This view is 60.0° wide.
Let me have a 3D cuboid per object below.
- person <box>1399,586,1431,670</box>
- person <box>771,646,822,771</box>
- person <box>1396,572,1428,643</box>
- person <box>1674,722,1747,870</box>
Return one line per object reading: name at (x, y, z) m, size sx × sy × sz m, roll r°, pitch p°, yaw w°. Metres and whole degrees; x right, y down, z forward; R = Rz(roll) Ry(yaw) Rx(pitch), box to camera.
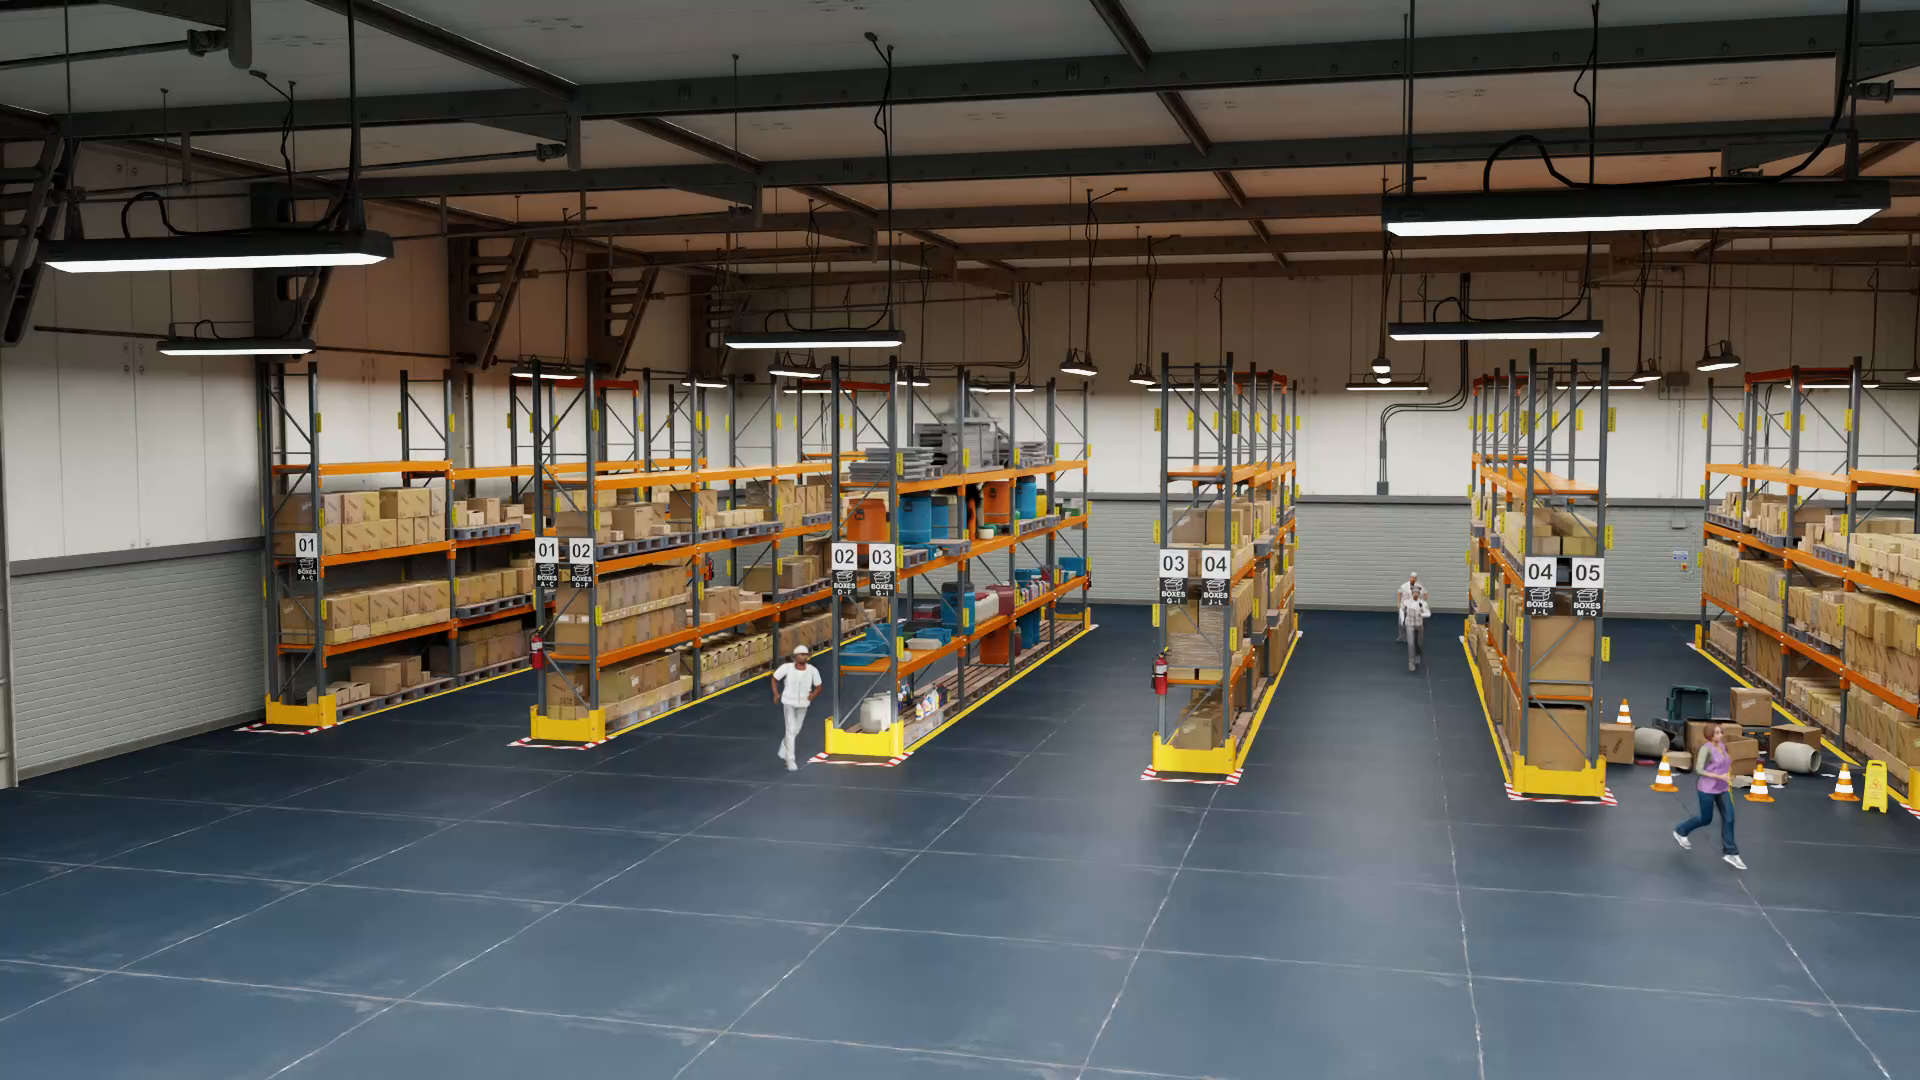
person at (9.248, 1.758, 33.807) m, size 0.613 × 1.679 × 0.922 m, roll 1°, pitch 4°, yaw 13°
person at (-2.379, 2.420, 24.332) m, size 0.724 × 1.765 × 0.847 m, roll -2°, pitch 4°, yaw -24°
person at (10.236, 1.531, 37.822) m, size 0.678 × 1.604 × 0.594 m, roll 3°, pitch 5°, yaw 32°
person at (8.563, 2.869, 18.941) m, size 0.550 × 1.600 × 0.894 m, roll -2°, pitch 5°, yaw -27°
